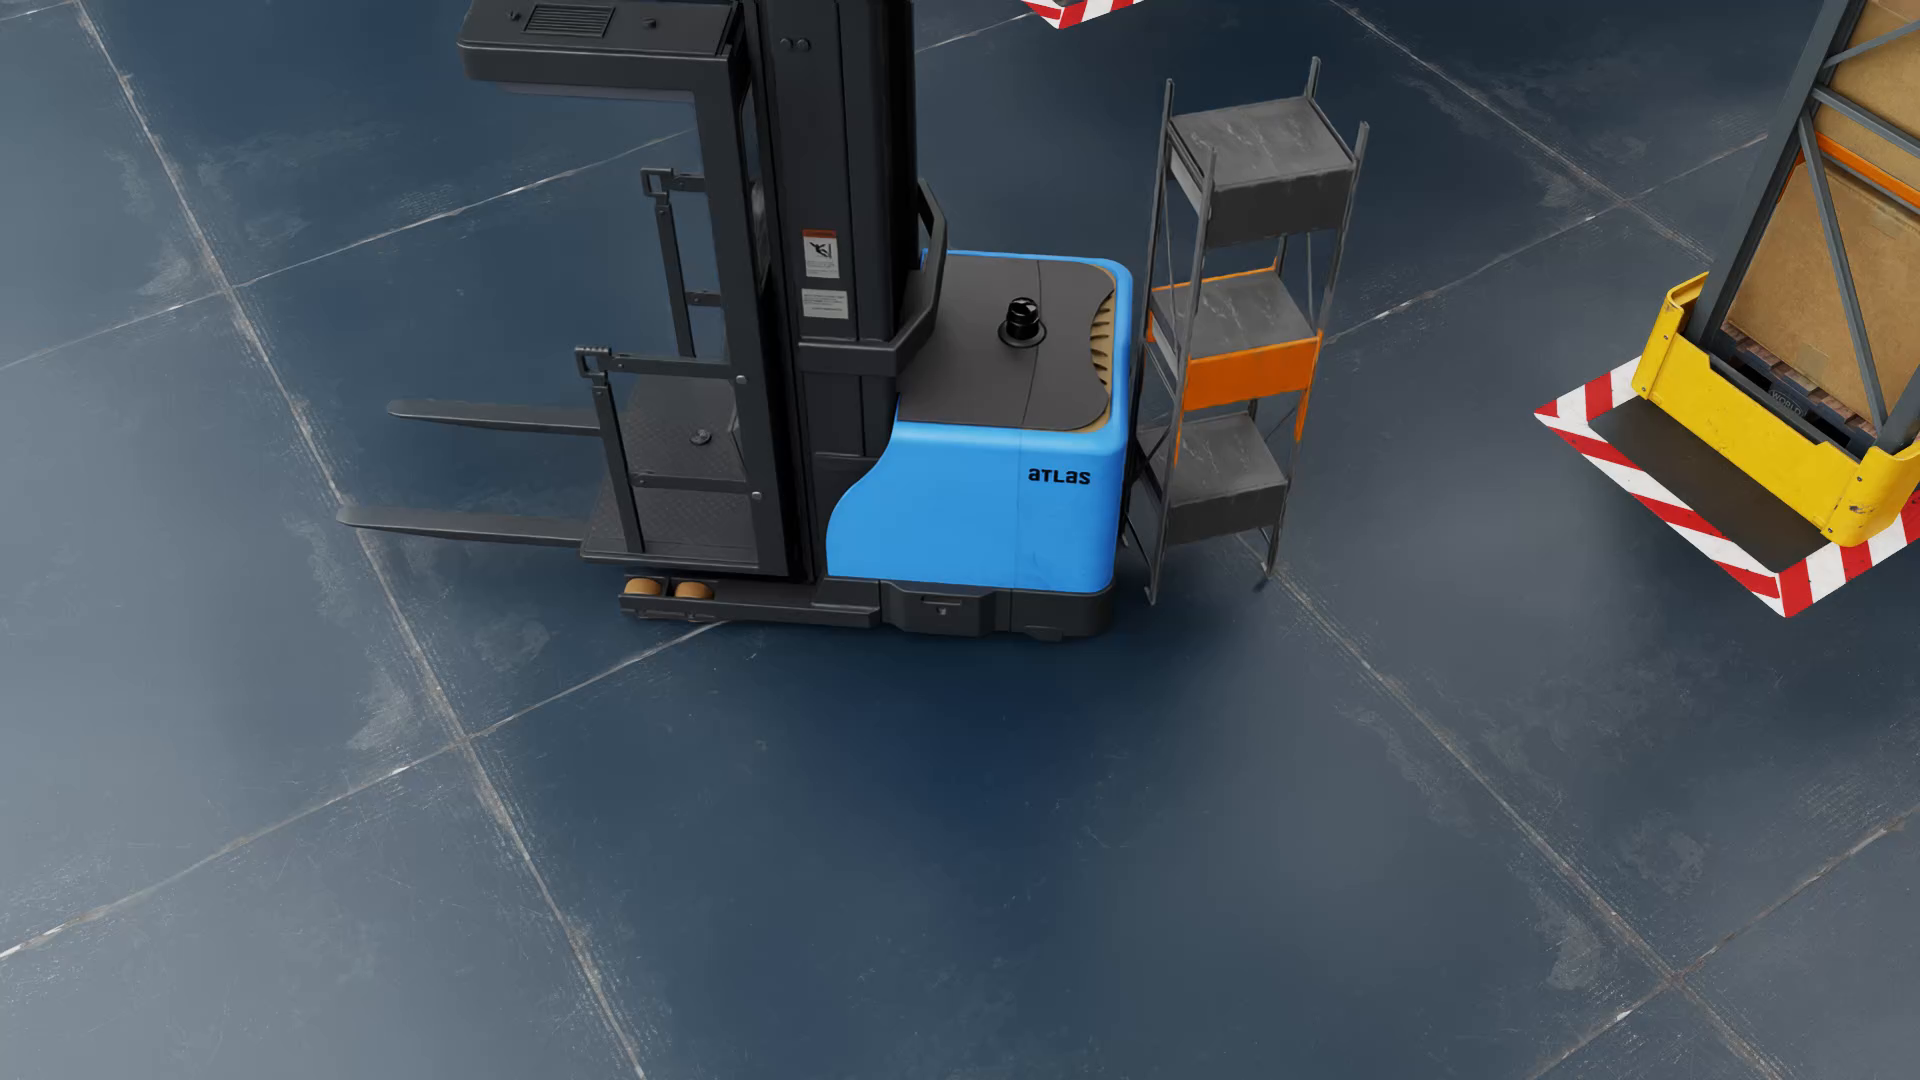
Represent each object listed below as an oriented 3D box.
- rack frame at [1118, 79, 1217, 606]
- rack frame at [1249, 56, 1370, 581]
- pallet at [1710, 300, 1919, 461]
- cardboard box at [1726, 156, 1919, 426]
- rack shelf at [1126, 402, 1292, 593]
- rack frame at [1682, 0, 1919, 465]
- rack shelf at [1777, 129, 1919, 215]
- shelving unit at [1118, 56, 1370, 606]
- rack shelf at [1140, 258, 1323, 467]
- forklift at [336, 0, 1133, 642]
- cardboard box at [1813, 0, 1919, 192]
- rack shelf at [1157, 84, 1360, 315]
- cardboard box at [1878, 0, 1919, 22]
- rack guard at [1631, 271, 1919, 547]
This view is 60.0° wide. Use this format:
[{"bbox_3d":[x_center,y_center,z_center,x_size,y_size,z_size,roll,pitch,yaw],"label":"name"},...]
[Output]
[{"bbox_3d":[0.699,-0.588,5.813,0.015,2.100,0.400,-11,49,-10],"label":"rack frame"},{"bbox_3d":[1.170,-0.683,5.897,0.015,2.100,0.400,-11,49,-10],"label":"rack frame"},{"bbox_3d":[4.034,-0.837,7.299,1.213,0.211,1.003,-25,53,-21],"label":"pallet"},{"bbox_3d":[3.937,-1.141,6.845,0.875,0.875,0.875,-25,53,-21],"label":"cardboard box"},{"bbox_3d":[0.935,-0.161,6.388,0.480,0.518,0.431,-11,49,-10],"label":"rack shelf"},{"bbox_3d":[3.399,-1.396,5.930,0.127,3.000,1.000,-25,53,-21],"label":"rack frame"},{"bbox_3d":[5.091,-1.954,6.909,4.000,0.370,1.077,-25,53,-21],"label":"rack shelf"},{"bbox_3d":[0.935,-0.635,5.855,0.503,2.100,0.431,-11,49,-10],"label":"shelving unit"},{"bbox_3d":[0.935,-0.626,5.865,0.480,0.518,0.431,-11,49,-10],"label":"rack shelf"},{"bbox_3d":[-0.892,-1.048,5.666,3.031,2.935,1.130,4,48,3],"label":"forklift"},{"bbox_3d":[3.689,-1.623,6.031,0.550,0.550,0.875,-25,53,-21],"label":"cardboard box"},{"bbox_3d":[0.935,-1.092,5.342,0.480,0.518,0.431,-11,49,-10],"label":"rack shelf"},{"bbox_3d":[3.734,-1.929,5.581,0.550,0.550,0.875,-25,53,-21],"label":"cardboard box"},{"bbox_3d":[3.379,-0.555,6.855,0.348,0.500,1.175,-25,53,-21],"label":"rack guard"}]
